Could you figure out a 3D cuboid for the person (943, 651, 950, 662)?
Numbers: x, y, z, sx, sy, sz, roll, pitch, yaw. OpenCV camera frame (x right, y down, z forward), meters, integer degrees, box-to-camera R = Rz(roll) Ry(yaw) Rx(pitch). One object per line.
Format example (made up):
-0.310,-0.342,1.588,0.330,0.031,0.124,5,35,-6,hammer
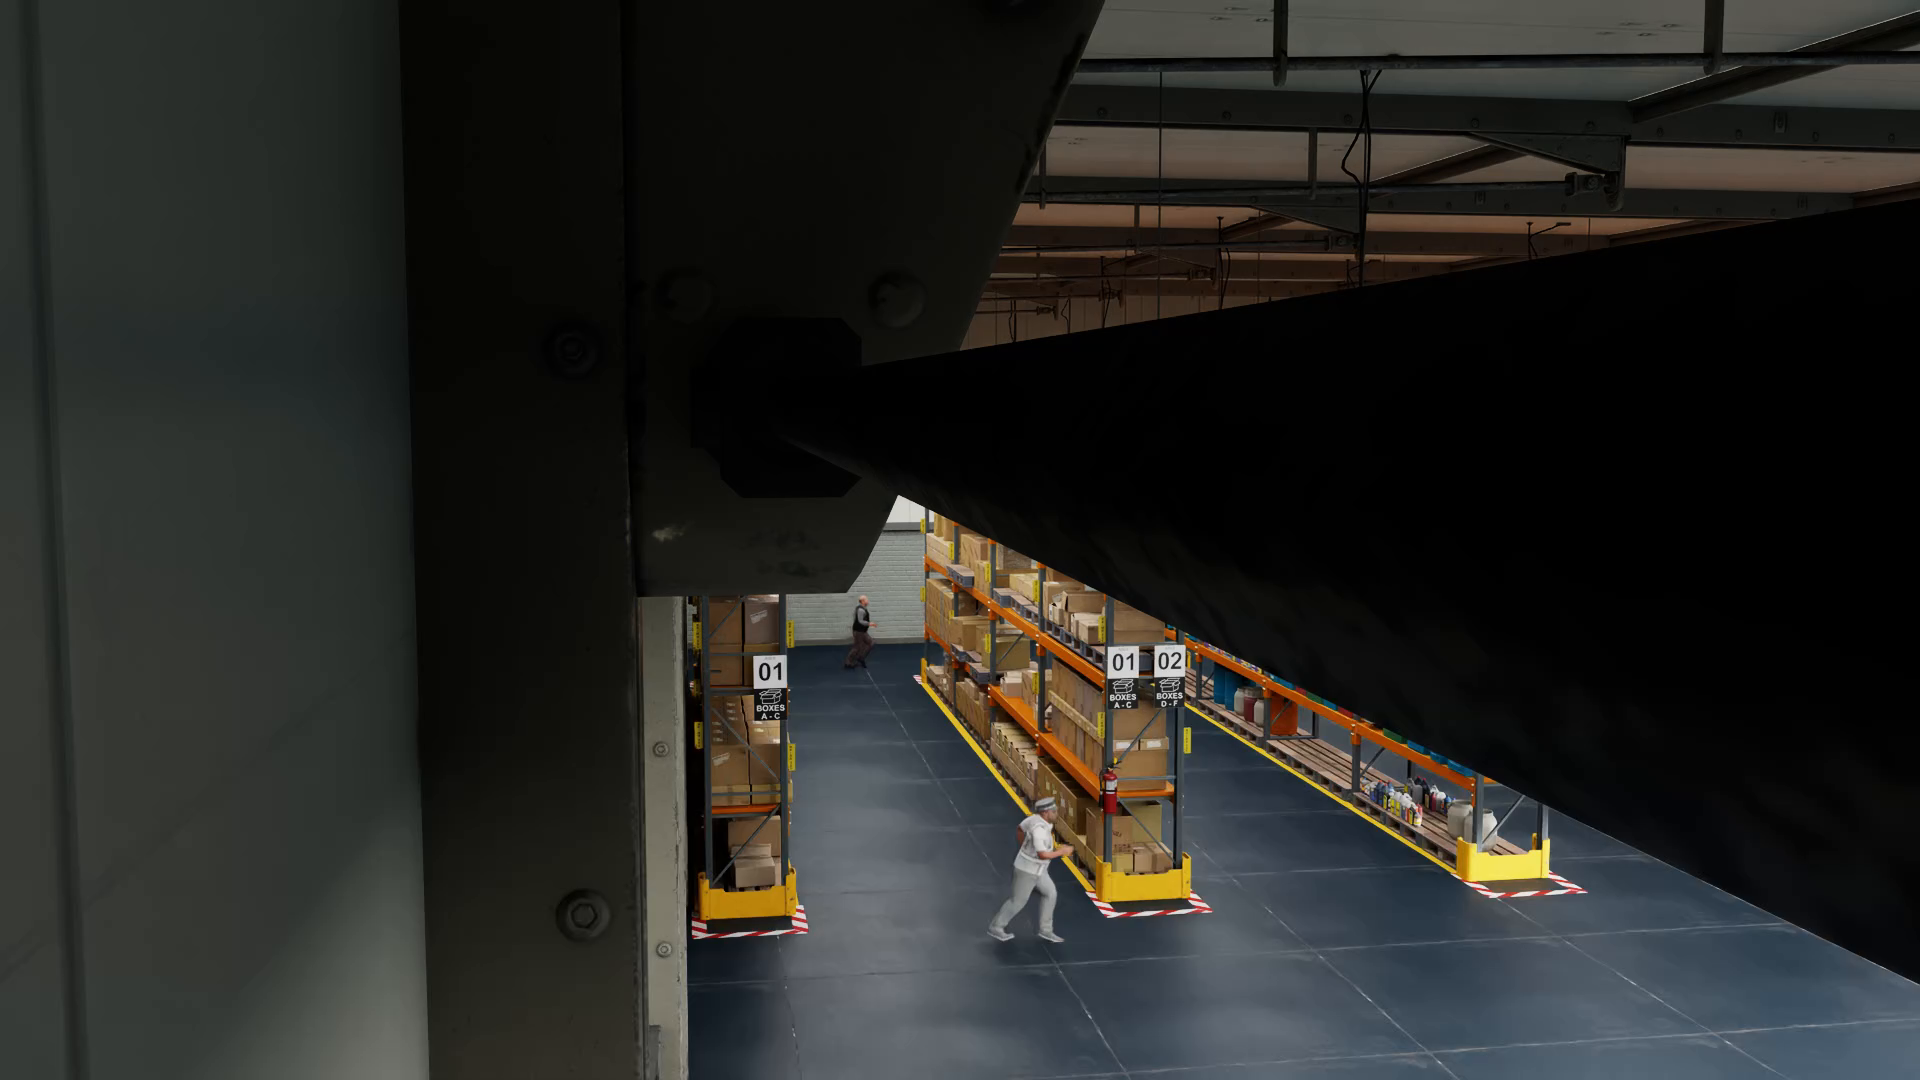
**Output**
0.044,2.138,38.178,0.864,1.709,0.650,3,6,31,person

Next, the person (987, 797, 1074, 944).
0.813,3.798,19.070,1.000,1.755,0.666,1,5,9,person

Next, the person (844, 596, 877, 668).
-2.280,2.125,38.277,0.796,1.710,0.611,0,5,0,person
